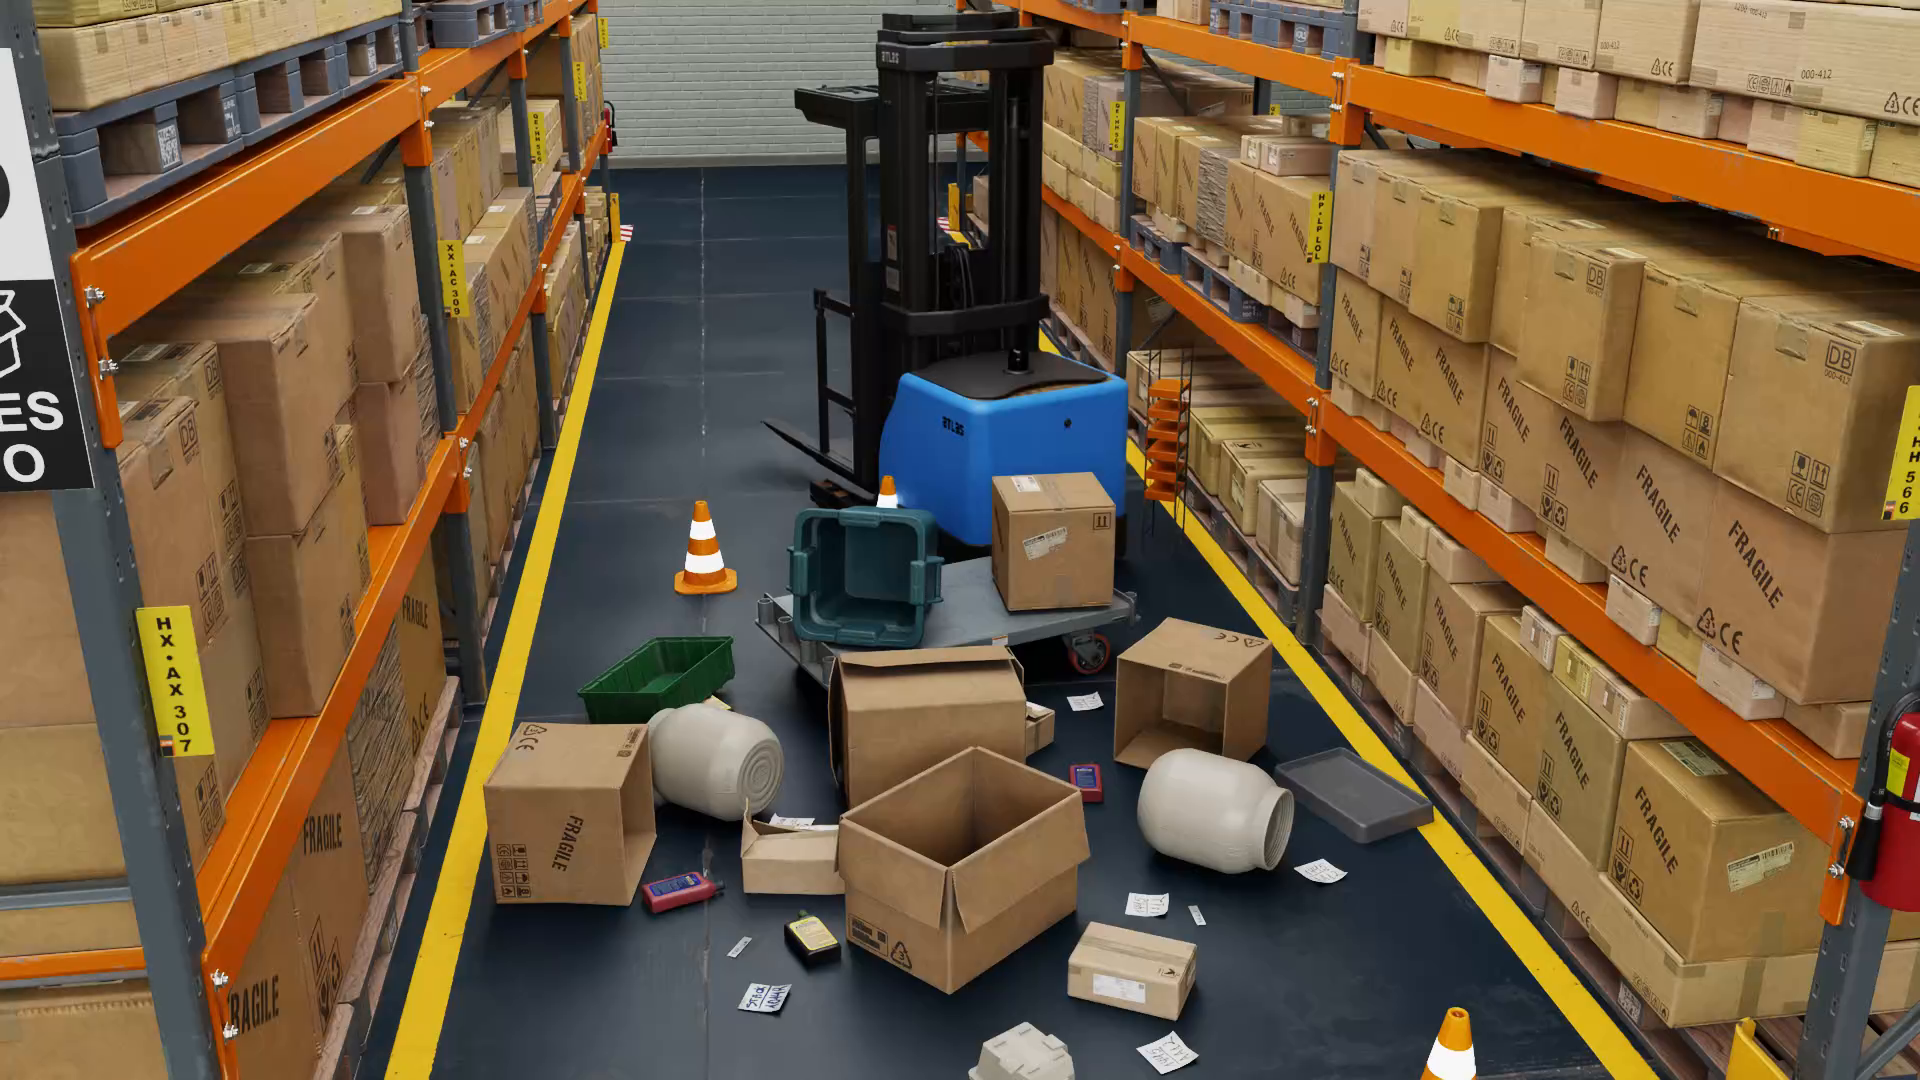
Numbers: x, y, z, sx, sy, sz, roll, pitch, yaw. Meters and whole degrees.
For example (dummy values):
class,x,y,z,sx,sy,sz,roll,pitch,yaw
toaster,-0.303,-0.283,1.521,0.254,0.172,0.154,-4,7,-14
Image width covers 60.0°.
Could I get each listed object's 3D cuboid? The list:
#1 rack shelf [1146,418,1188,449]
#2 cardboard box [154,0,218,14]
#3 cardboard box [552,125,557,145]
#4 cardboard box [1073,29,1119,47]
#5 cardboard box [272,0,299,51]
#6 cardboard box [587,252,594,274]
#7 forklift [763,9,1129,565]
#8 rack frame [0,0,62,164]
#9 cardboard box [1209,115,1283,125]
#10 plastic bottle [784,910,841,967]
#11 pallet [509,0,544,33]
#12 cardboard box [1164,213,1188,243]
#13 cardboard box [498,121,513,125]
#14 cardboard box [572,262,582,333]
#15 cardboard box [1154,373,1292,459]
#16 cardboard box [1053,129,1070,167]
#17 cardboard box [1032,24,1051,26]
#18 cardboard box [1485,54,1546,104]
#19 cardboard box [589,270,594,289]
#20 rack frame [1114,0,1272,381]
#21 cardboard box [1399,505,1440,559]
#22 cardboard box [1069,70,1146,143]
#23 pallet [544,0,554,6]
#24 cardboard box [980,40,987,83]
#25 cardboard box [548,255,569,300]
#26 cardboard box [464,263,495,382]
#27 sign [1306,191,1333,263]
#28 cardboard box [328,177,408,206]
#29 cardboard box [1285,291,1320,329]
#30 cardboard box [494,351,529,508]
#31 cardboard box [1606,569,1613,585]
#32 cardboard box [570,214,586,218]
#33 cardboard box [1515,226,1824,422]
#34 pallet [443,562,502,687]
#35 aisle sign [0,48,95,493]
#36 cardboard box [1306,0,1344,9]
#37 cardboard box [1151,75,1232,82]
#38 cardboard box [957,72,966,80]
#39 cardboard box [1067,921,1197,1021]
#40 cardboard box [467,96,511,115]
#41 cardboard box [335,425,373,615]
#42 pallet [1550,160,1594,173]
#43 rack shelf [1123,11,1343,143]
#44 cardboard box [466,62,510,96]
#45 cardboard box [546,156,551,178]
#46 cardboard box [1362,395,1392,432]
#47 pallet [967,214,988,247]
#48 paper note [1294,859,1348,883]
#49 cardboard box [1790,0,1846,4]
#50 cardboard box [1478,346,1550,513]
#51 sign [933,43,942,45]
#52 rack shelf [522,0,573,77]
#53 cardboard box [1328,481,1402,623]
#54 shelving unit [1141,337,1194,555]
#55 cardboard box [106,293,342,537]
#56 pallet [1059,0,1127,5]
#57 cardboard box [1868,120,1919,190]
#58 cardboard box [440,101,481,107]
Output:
class,x,y,z,sx,sy,sz,roll,pitch,yaw
rack shelf,1.173,-0.600,9.392,0.180,0.103,0.258,8,22,20
cardboard box,-2.004,-1.321,3.724,0.500,0.250,0.500,-3,21,-8
cardboard box,-3.519,-3.315,13.639,0.380,0.149,0.250,-2,21,-5
cardboard box,1.251,-4.628,15.321,0.380,0.149,0.250,-3,21,-9
cardboard box,-2.066,-1.438,4.608,0.380,0.149,0.250,-3,21,-7
cardboard box,-3.579,-2.544,15.290,0.380,0.149,0.250,-2,21,-5
forklift,-0.263,-1.583,9.766,1.130,2.935,3.031,-12,24,-29
rack frame,-2.114,-2.058,2.364,1.000,3.000,0.127,-3,21,-8
cardboard box,1.957,-2.541,11.065,0.500,0.500,0.500,-4,21,-9
plastic bottle,-0.536,1.400,5.879,0.133,0.061,0.283,-11,23,-26
pallet,-3.122,-3.113,9.748,1.213,0.211,1.003,-2,21,-5
cardboard box,1.500,-1.966,10.451,0.380,0.149,0.250,-3,21,-7
cardboard box,-3.365,-3.086,12.600,0.380,0.149,0.250,-3,21,-9
cardboard box,-3.414,-2.006,13.774,0.500,0.500,0.500,-3,21,-9
cardboard box,1.802,-0.816,10.770,0.950,0.372,0.625,-3,21,-9
cardboard box,1.049,-3.154,13.373,0.500,0.250,0.500,-4,21,-9
cardboard box,0.669,-4.867,15.960,0.380,0.149,0.250,-3,21,-8
cardboard box,2.094,-1.633,5.874,0.380,0.149,0.250,-3,21,-9
cardboard box,-3.578,-2.405,15.344,0.380,0.149,0.250,-4,21,-10
rack frame,1.617,-2.302,11.591,1.000,3.000,0.127,-3,21,-8
cardboard box,2.046,-0.038,6.863,0.380,0.149,0.250,-2,21,-6
cardboard box,1.136,-3.332,12.779,0.500,0.500,0.500,-3,21,-8
pallet,-3.708,-4.141,12.498,1.213,0.211,1.003,-3,21,-8
cardboard box,0.487,-4.877,16.915,0.500,0.500,0.500,-3,21,-8
cardboard box,-3.259,-1.993,12.665,0.500,0.250,0.500,-3,21,-7
cardboard box,-2.574,-1.049,8.096,0.500,0.500,0.500,-3,21,-7
sign,1.644,-1.430,7.603,0.100,0.325,0.005,-3,21,-8
cardboard box,-2.768,-1.319,7.388,0.700,0.500,0.500,-3,21,-9
cardboard box,1.846,-1.160,8.294,0.380,0.149,0.250,-3,21,-7
cardboard box,-3.139,-0.642,9.763,1.050,0.750,0.750,-3,21,-7
cardboard box,2.377,0.112,5.489,0.380,0.149,0.250,-3,21,-7
cardboard box,-3.892,-3.127,16.424,0.380,0.149,0.250,-4,21,-10
cardboard box,2.239,-0.699,5.304,0.700,0.500,0.500,-3,21,-8
pallet,-2.876,0.411,8.314,1.003,0.211,1.213,-3,21,-8
aisle sign,-1.807,-0.456,2.933,0.394,0.787,0.004,-3,21,-8
cardboard box,1.966,-2.643,7.833,0.500,0.250,0.500,-3,21,-9
cardboard box,1.706,-3.171,12.348,0.500,0.500,0.500,-3,21,-8
cardboard box,0.248,-4.938,18.506,0.500,0.500,0.500,-3,21,-8
cardboard box,0.582,1.452,5.616,0.380,0.149,0.250,8,22,20
cardboard box,-4.193,-3.741,14.878,0.500,0.500,0.500,-3,21,-8
cardboard box,-2.387,-0.015,5.254,0.875,0.550,0.500,-3,21,-8
pallet,5.958,-3.566,15.251,1.003,0.211,1.213,-3,21,-8
rack shelf,1.905,-2.677,9.339,1.077,0.370,4.000,-3,21,-8
cardboard box,-4.179,-4.206,14.692,0.500,0.500,0.500,-4,21,-10
cardboard box,-3.400,-2.903,12.959,0.380,0.149,0.250,-2,21,-5
cardboard box,2.009,-0.589,7.365,0.380,0.149,0.250,-2,21,-6
pallet,0.656,-3.492,18.765,1.003,0.211,1.213,-3,21,-8
paper note,1.371,1.255,6.313,0.142,0.019,0.148,-11,23,-26
cardboard box,2.375,-1.474,4.307,0.380,0.149,0.250,-3,21,-8
cardboard box,2.228,-0.415,5.973,0.500,0.500,0.500,-3,21,-7
sign,-0.429,-7.168,24.234,0.327,0.218,0.001,-3,21,-8
rack shelf,-3.556,-3.778,12.284,1.077,0.370,4.000,-3,21,-8
cardboard box,2.011,0.041,7.576,0.500,0.500,0.500,-2,21,-5
shelving unit,1.173,-0.529,9.419,0.189,1.200,0.258,8,22,20
cardboard box,-2.246,-0.340,4.582,0.875,0.550,0.550,-3,21,-8
pallet,1.307,-4.226,12.726,1.003,0.211,1.213,-2,21,-5
cardboard box,2.442,-0.929,3.988,0.380,0.149,0.250,-3,21,-8
cardboard box,-4.242,-3.600,13.976,0.380,0.149,0.250,-2,21,-5
